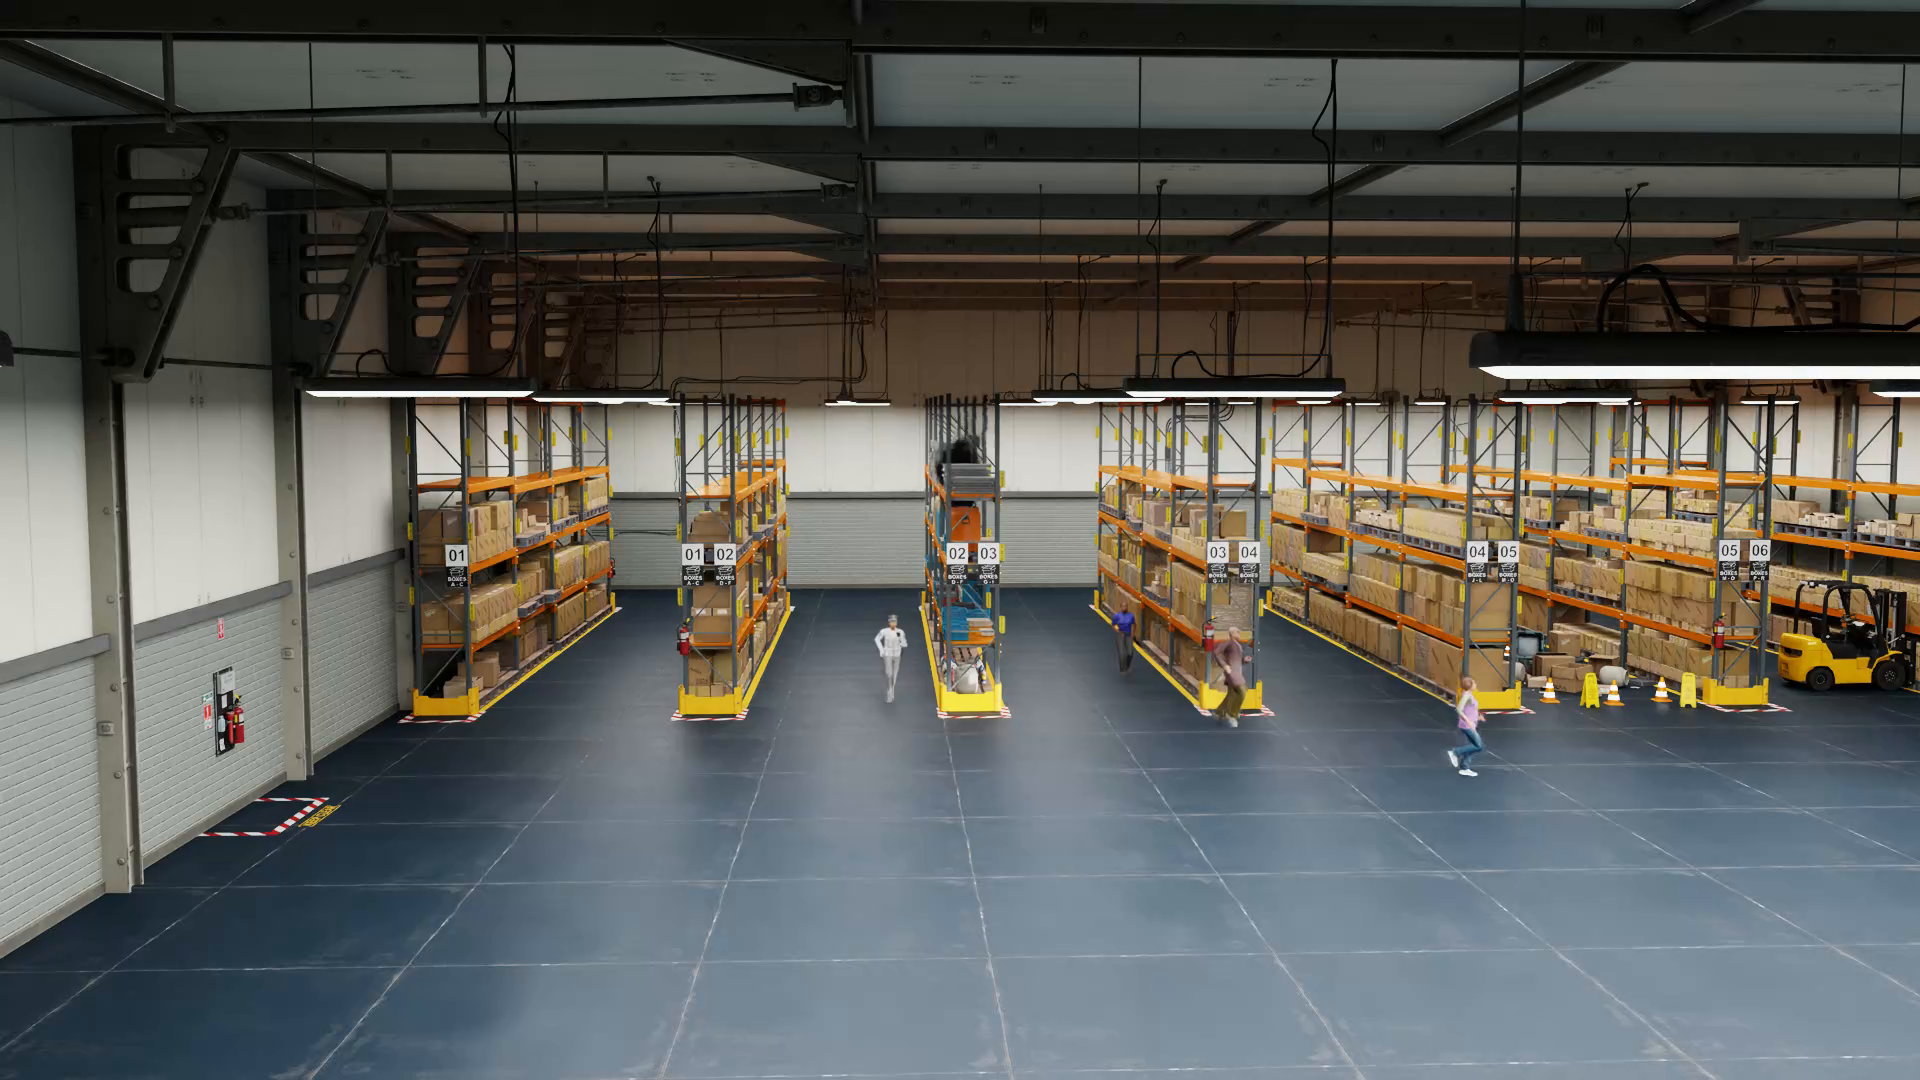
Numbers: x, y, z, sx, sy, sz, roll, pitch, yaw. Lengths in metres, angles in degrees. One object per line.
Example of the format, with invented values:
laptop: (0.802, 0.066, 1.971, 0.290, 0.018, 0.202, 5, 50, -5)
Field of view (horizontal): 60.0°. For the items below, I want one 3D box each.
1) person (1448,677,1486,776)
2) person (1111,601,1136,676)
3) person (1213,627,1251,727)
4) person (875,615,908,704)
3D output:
person: (7.931, 2.907, 25.917, 0.503, 1.555, 0.536, 2, 5, 19)
person: (3.506, 2.110, 35.437, 0.576, 1.617, 0.573, 0, 5, -4)
person: (4.951, 2.489, 30.188, 0.692, 1.835, 0.690, 2, 5, 27)
person: (-1.326, 2.319, 32.515, 0.592, 1.753, 0.751, -1, 5, -15)
